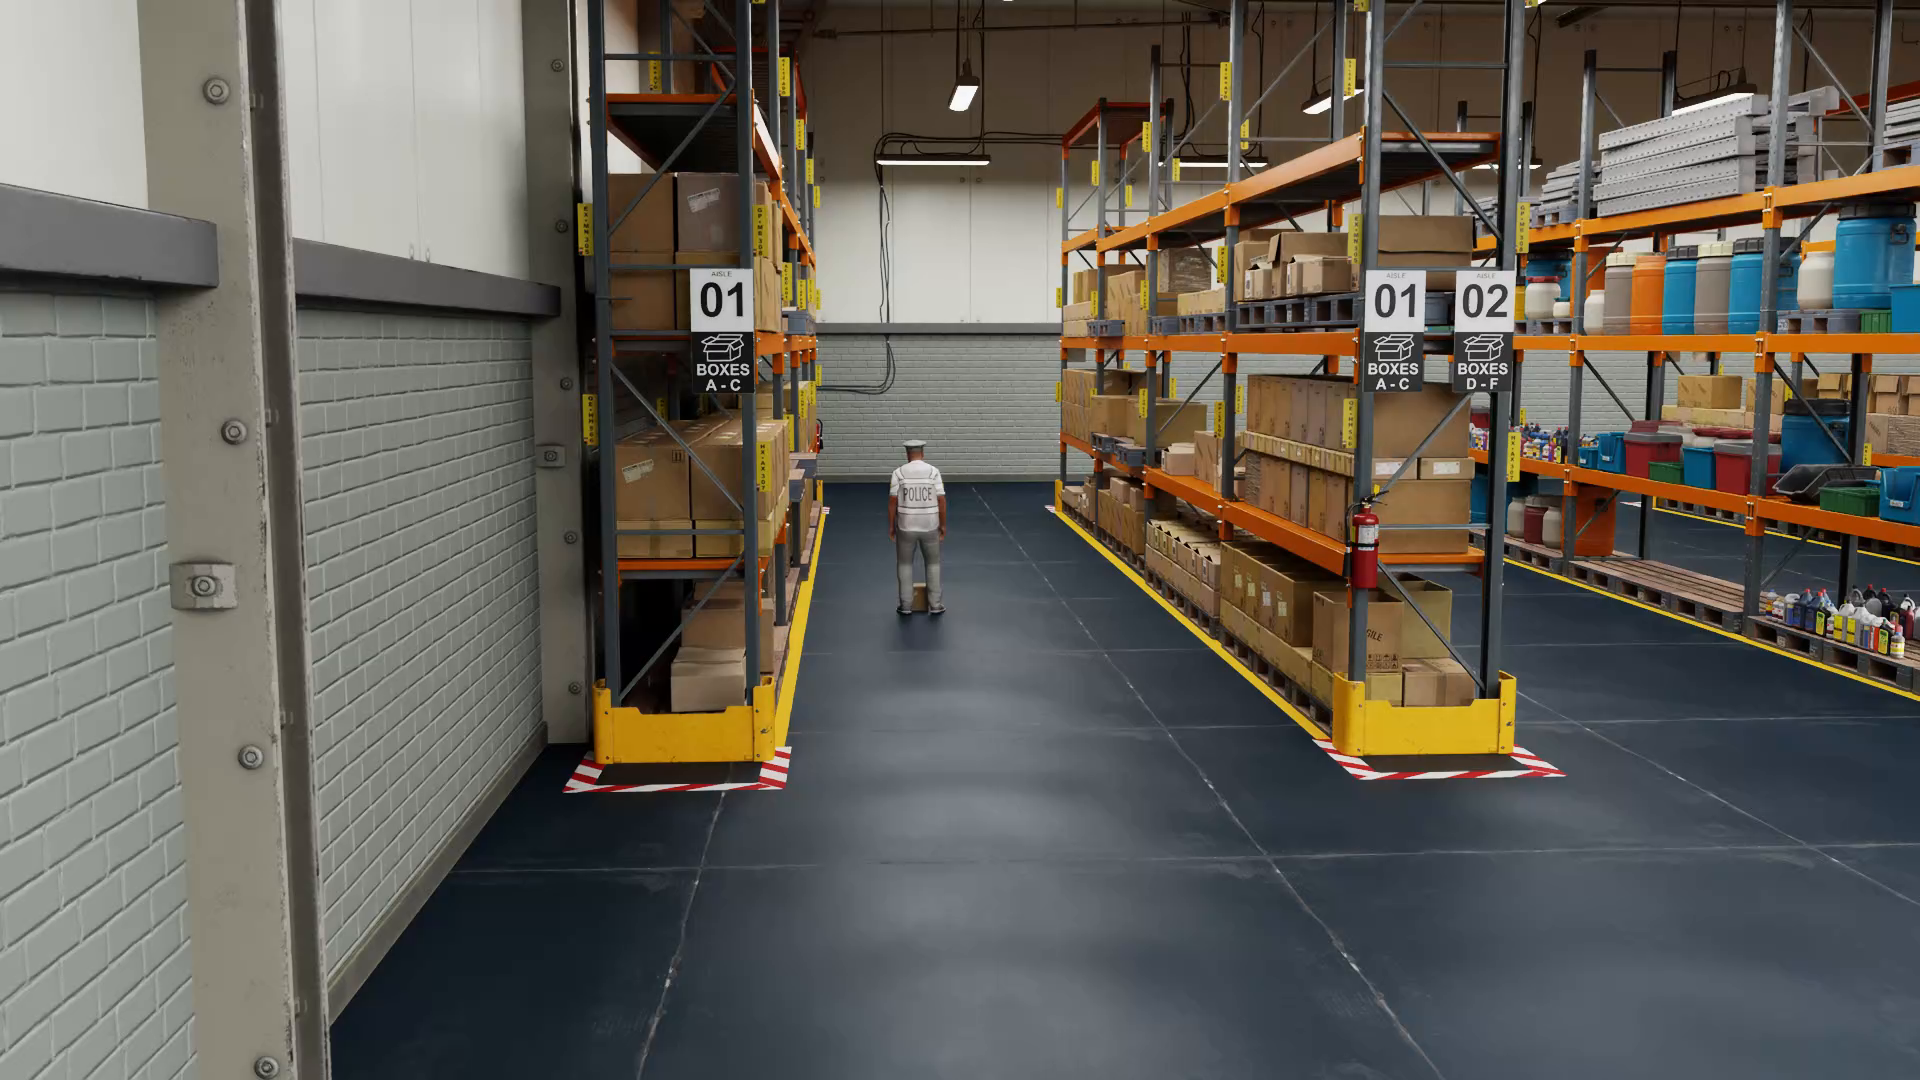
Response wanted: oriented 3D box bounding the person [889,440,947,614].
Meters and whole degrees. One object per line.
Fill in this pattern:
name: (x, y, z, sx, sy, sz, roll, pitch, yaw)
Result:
person: (-0.423, -0.126, 16.769, 0.584, 1.747, 0.437, -1, 7, -5)
